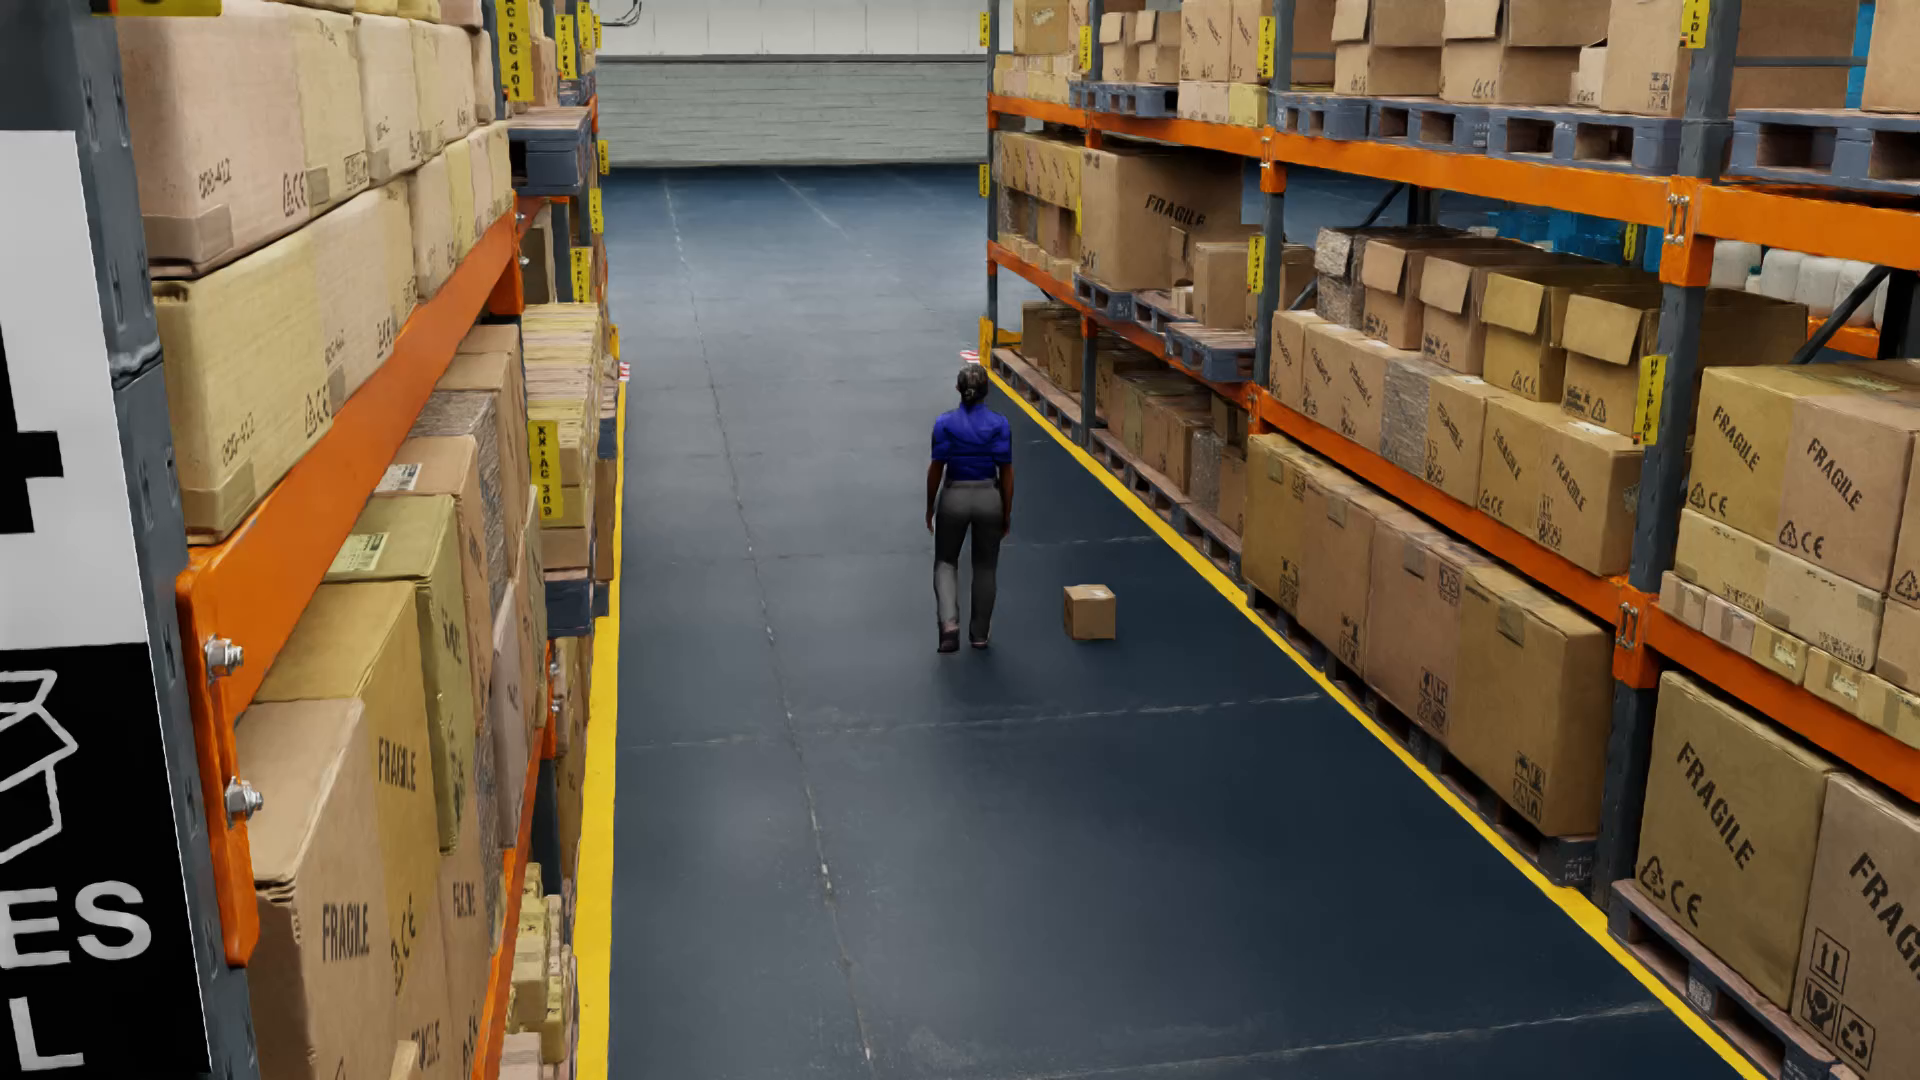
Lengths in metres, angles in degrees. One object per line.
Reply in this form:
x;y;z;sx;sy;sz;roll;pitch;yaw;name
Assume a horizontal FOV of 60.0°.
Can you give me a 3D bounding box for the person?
0.052;-0.165;9.106;0.482;1.654;0.649;0;16;-1;person
